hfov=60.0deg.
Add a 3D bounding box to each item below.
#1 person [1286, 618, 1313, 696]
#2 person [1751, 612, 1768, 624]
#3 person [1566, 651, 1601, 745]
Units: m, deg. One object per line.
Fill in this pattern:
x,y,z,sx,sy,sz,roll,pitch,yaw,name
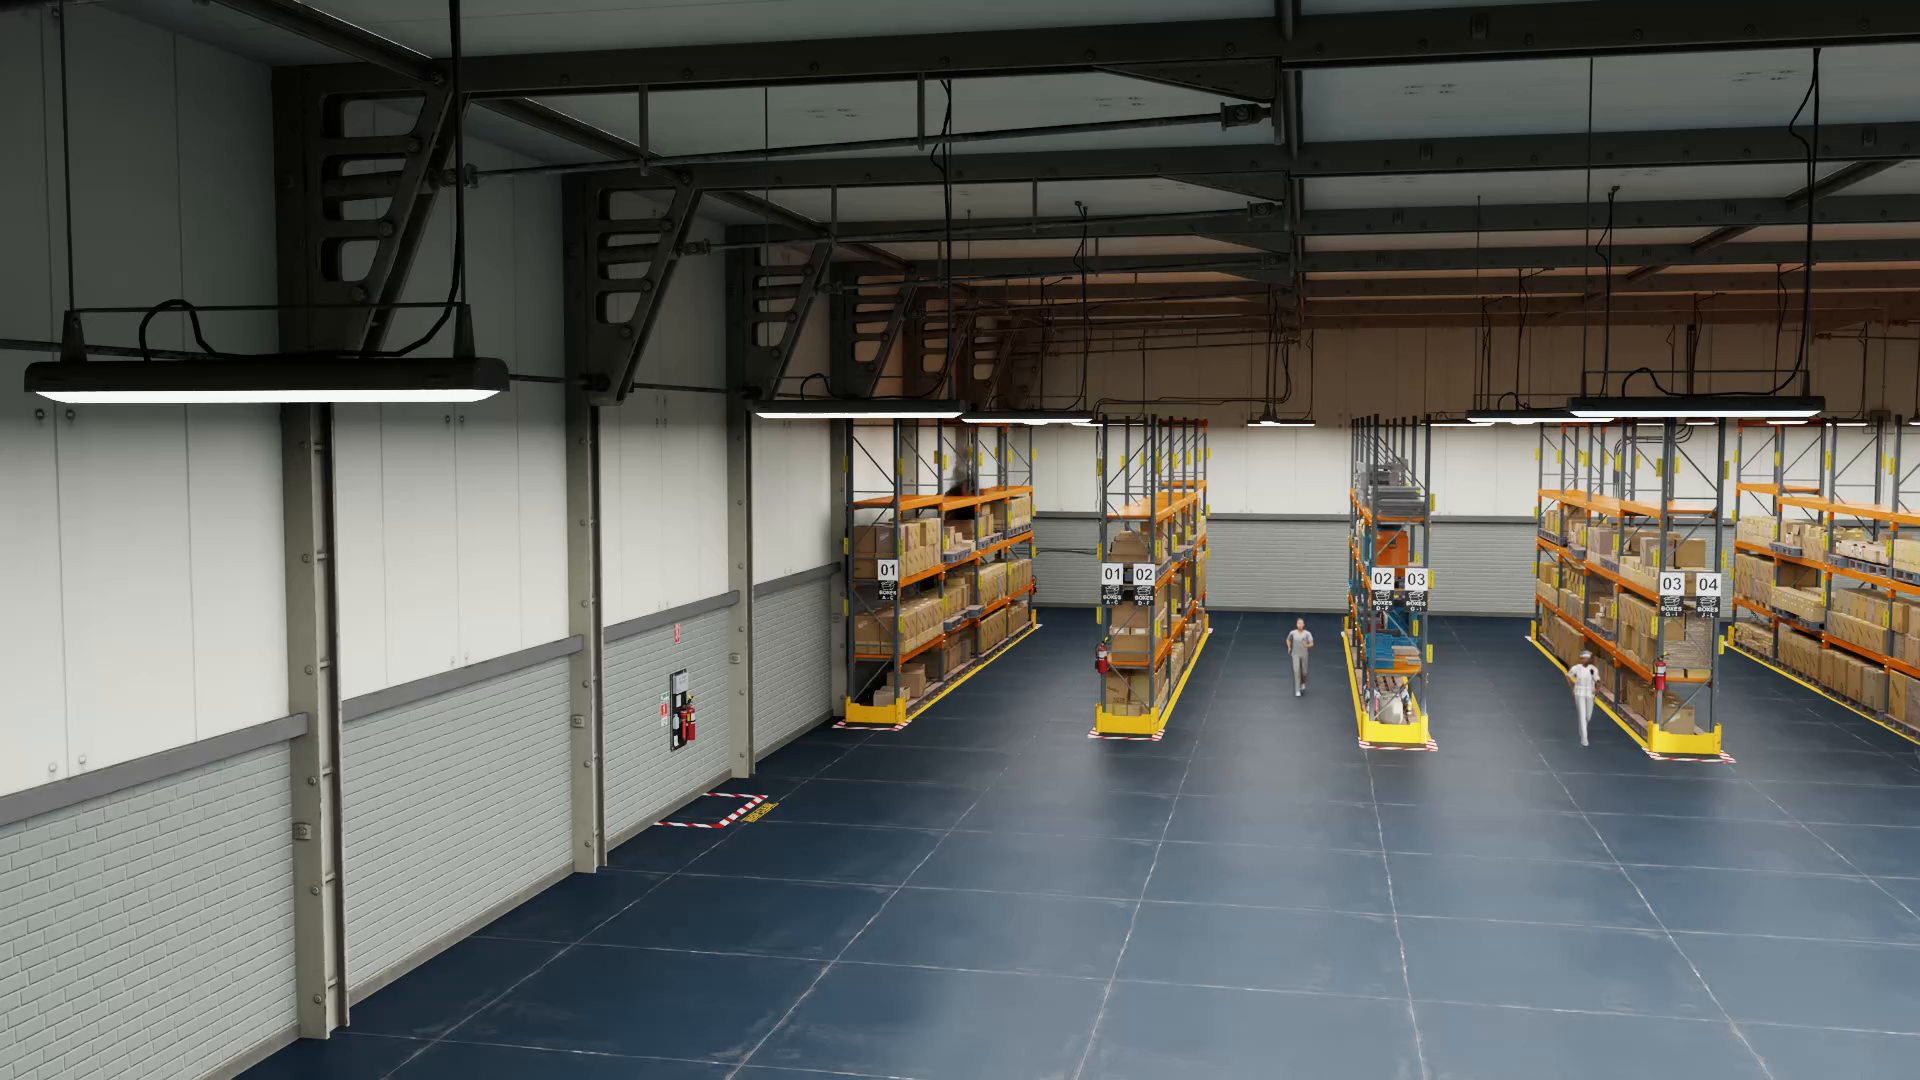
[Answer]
7.317,2.501,35.823,0.575,1.645,0.914,1,4,11,person
21.806,1.858,45.096,0.548,1.722,0.692,0,4,6,person
11.442,2.861,30.505,0.591,1.707,0.853,1,4,8,person
